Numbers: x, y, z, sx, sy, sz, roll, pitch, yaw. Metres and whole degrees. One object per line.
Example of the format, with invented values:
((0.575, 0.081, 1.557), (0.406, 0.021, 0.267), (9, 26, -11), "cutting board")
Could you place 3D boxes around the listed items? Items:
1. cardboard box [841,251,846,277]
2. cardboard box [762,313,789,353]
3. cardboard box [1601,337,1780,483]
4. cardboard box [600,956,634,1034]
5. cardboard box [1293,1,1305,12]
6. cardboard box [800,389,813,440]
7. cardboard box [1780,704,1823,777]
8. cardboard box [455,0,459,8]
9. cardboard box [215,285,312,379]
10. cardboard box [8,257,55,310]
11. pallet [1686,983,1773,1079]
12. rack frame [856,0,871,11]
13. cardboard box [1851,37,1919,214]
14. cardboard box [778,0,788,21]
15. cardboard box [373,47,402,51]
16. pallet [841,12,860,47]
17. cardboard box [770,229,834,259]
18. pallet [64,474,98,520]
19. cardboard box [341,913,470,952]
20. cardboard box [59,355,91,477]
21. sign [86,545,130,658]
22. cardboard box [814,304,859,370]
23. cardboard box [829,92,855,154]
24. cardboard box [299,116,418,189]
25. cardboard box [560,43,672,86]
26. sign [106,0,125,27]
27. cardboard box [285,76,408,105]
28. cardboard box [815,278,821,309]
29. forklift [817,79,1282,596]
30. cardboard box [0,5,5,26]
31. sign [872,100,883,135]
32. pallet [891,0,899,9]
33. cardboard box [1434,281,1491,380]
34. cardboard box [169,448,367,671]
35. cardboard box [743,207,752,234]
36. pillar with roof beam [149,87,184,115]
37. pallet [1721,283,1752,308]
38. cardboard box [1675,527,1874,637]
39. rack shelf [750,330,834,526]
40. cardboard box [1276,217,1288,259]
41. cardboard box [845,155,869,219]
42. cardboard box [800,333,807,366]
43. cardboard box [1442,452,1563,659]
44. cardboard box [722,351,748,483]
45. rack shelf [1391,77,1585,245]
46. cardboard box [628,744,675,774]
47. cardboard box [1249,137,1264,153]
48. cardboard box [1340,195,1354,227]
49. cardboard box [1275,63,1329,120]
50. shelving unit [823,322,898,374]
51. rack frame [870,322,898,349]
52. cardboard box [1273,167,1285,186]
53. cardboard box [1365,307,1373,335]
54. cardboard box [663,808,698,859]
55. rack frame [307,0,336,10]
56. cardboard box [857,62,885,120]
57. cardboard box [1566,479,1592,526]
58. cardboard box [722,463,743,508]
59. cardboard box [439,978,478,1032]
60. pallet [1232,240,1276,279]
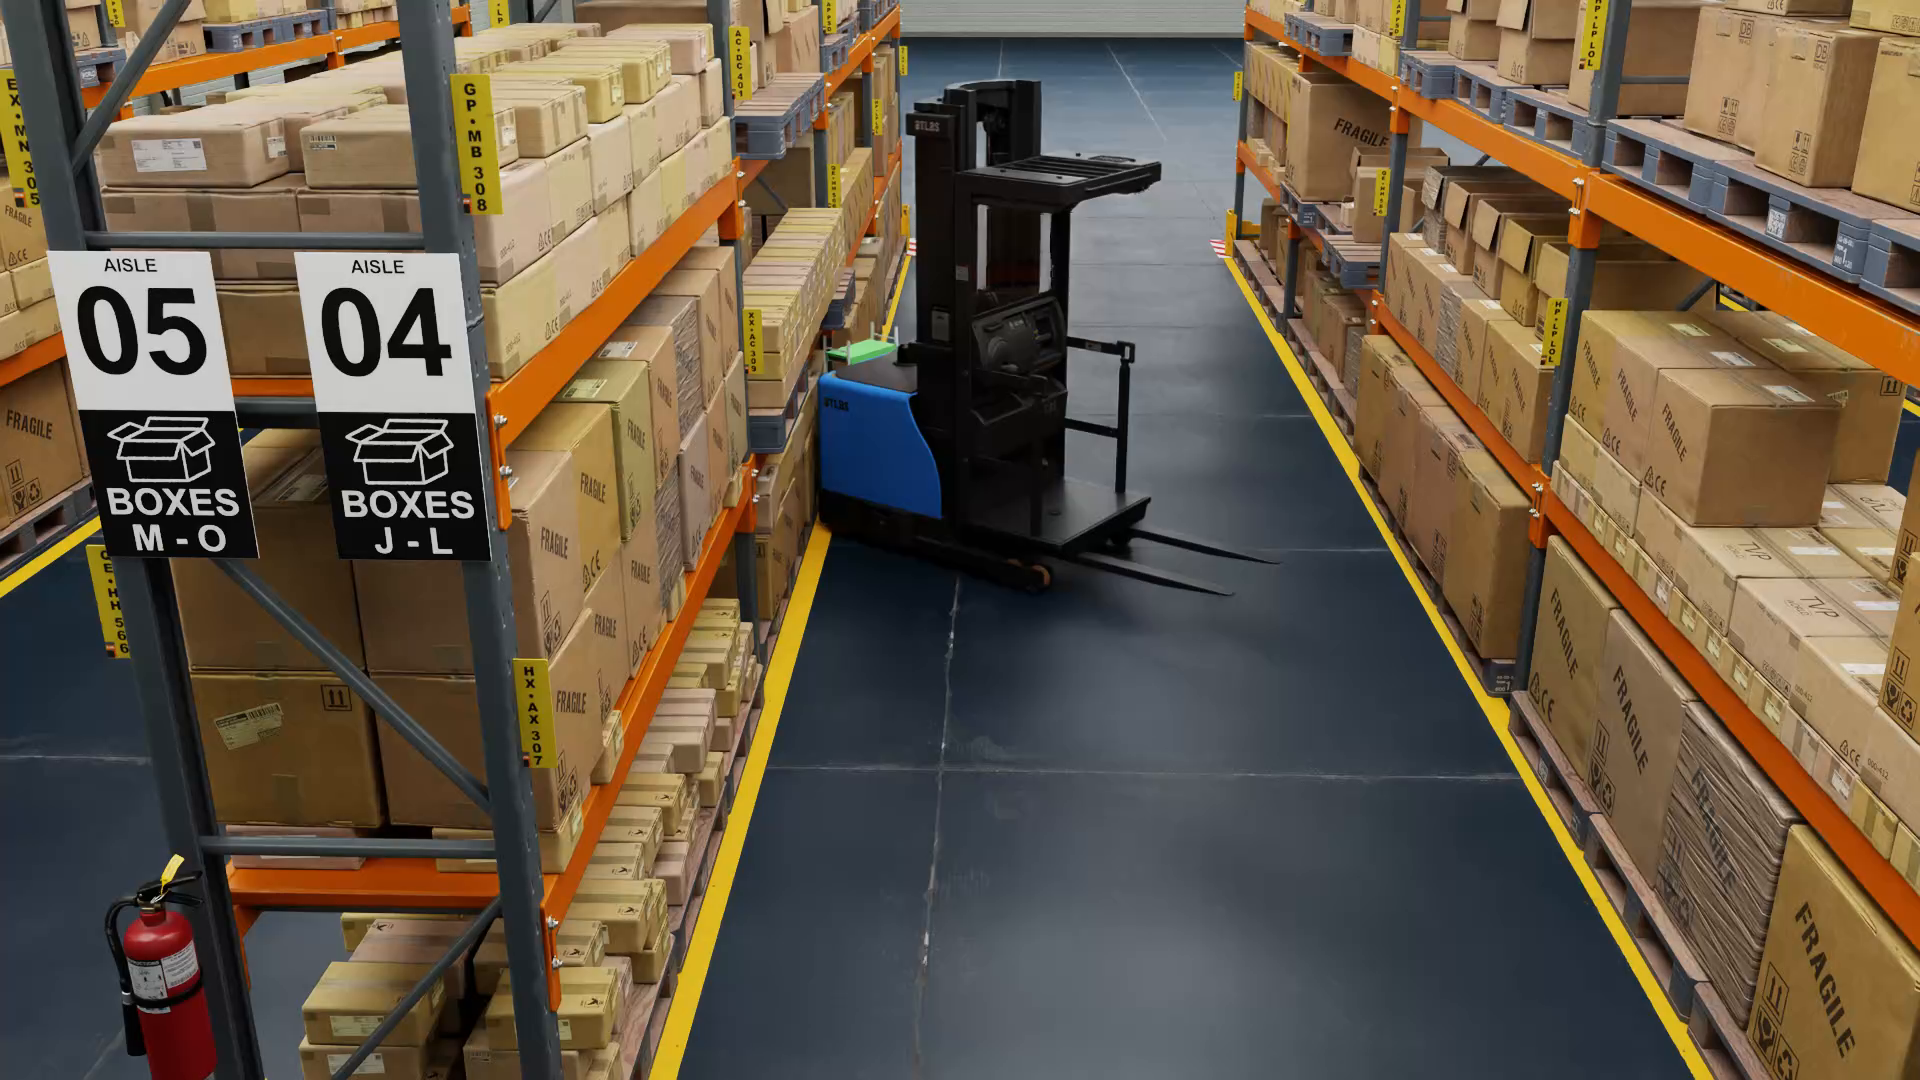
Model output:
((-1.001, -1.921, 11.601), (0.380, 0.149, 0.250), (1, 21, 3), "cardboard box")
((-1.095, -1.073, 8.592), (0.380, 0.149, 0.250), (2, 21, 4), "cardboard box")
((3.095, -0.559, 7.082), (0.500, 0.500, 0.500), (1, 21, 2), "cardboard box")
((-1.351, 1.576, 5.770), (0.380, 0.149, 0.250), (1, 21, 1), "cardboard box")
((3.384, -4.877, 15.513), (0.500, 0.250, 0.500), (1, 21, 4), "cardboard box")
((-1.239, -0.790, 10.756), (0.500, 0.250, 0.500), (1, 21, 3), "cardboard box")
((2.972, 0.667, 5.511), (0.380, 0.149, 0.250), (1, 21, 3), "cardboard box")
((-5.884, -6.086, 18.767), (0.380, 0.149, 0.250), (1, 21, 2), "cardboard box")
((-1.939, -0.629, 4.565), (0.500, 0.250, 0.500), (0, 21, 0), "cardboard box")
((-6.164, -1.658, 10.673), (0.500, 0.250, 0.500), (0, 21, 0), "cardboard box")
((3.212, 1.968, 5.666), (1.003, 0.211, 1.213), (1, 21, 2), "pallet")
((-1.323, -6.269, 14.746), (1.000, 3.000, 0.127), (1, 21, 2), "rack frame")
((3.333, -1.308, 5.250), (0.700, 0.500, 0.500), (-1, 21, -2), "cardboard box")
((-1.216, -3.214, 9.821), (0.396, 0.266, 0.258), (1, 21, 2), "cardboard box")
((-5.885, -5.032, 17.920), (0.700, 0.500, 0.500), (0, 21, 1), "cardboard box")
((-1.302, -4.450, 14.468), (0.805, 0.209, 1.217), (0, 21, -1), "pallet")
((-1.024, -1.918, 10.769), (0.380, 0.149, 0.250), (1, 21, 3), "cardboard box")
((-6.495, -0.460, 11.922), (1.003, 0.211, 1.213), (1, 21, 2), "pallet")
((-1.980, 1.343, 5.959), (0.380, 0.149, 0.250), (0, 21, 0), "cardboard box")
((-6.500, -1.000, 11.817), (0.875, 0.875, 0.875), (0, 21, 1), "cardboard box")
((-2.242, 0.166, 4.417), (0.100, 0.325, 0.005), (1, 21, 2), "sign")
((-1.337, -1.392, 13.000), (1.050, 0.750, 0.750), (0, 21, 1), "cardboard box")
((-1.333, -3.805, 15.170), (0.700, 0.500, 0.500), (0, 21, 1), "cardboard box")
((-1.451, -0.996, 4.266), (0.380, 0.149, 0.250), (0, 21, 1), "cardboard box")
((-1.327, -1.834, 6.428), (0.380, 0.149, 0.250), (0, 21, -1), "cardboard box")
((-5.841, -3.711, 11.476), (0.100, 0.325, 0.005), (1, 21, 2), "sign")
((-1.892, -1.373, 5.239), (0.380, 0.149, 0.250), (0, 21, 0), "cardboard box")
((-1.049, -1.500, 10.104), (0.380, 0.149, 0.250), (0, 21, 1), "cardboard box")
((0.540, -1.261, 10.226), (3.031, 2.935, 1.130), (15, 26, 34), "forklift")
((-6.236, -3.325, 10.586), (0.700, 0.500, 0.500), (0, 21, -1), "cardboard box")
((-0.781, -3.973, 15.630), (0.100, 0.325, 0.005), (1, 21, 2), "sign")
((-1.214, -6.007, 18.341), (1.003, 0.211, 1.213), (1, 21, 2), "pallet")
((3.180, -1.256, 9.982), (0.500, 0.500, 0.500), (1, 21, 2), "cardboard box")
((-1.923, 0.047, 4.830), (0.500, 0.500, 0.500), (0, 21, 1), "cardboard box")
((-1.653, -2.216, 11.537), (0.380, 0.149, 0.250), (1, 21, 2), "cardboard box")
((-7.551, -9.667, 23.503), (9.100, 9.000, 0.400), (1, 21, 2), "pillar with roof beam")
((8.678, -2.711, 17.725), (1.003, 0.211, 1.213), (1, 21, 2), "pallet")
((3.059, 0.155, 6.279), (0.500, 0.250, 0.500), (1, 21, 2), "cardboard box")
((-1.506, -0.968, 10.370), (1.077, 0.370, 4.000), (1, 21, 2), "rack shelf")
((3.695, -3.190, 17.978), (0.500, 0.500, 0.500), (3, 21, 7), "cardboard box")
((-1.087, -3.145, 14.849), (0.500, 0.500, 0.500), (0, 21, 1), "cardboard box")
((-1.072, -1.077, 9.425), (0.380, 0.149, 0.250), (1, 21, 2), "cardboard box")
((3.387, 0.074, 9.047), (1.225, 0.875, 0.875), (1, 21, 2), "cardboard box")
((-1.299, -0.587, 7.846), (0.500, 0.500, 0.500), (1, 21, 2), "cardboard box")
((3.449, -2.275, 9.593), (1.077, 0.370, 4.000), (1, 21, 2), "rack shelf")
((-1.401, 0.969, 6.924), (0.380, 0.149, 0.250), (1, 21, 2), "cardboard box")
((3.457, -4.430, 18.646), (0.380, 0.149, 0.250), (1, 21, 2), "cardboard box")
((3.290, -2.674, 13.379), (0.396, 0.266, 0.258), (0, 21, 0), "cardboard box")
((3.384, -4.379, 16.237), (0.500, 0.500, 0.500), (1, 21, 2), "cardboard box")
((-0.682, -0.873, 11.620), (0.258, 1.200, 0.503), (16, 26, 36), "shelving unit")
((-0.529, -0.942, 11.798), (0.240, 1.200, 0.015), (16, 26, 36), "rack frame")
((3.325, -3.617, 16.551), (0.380, 0.149, 0.250), (1, 21, 2), "cardboard box")
((3.506, -1.759, 13.226), (0.500, 0.250, 0.500), (3, 21, 8), "cardboard box")
((-1.319, 1.254, 7.010), (0.380, 0.149, 0.250), (1, 21, 2), "cardboard box")
((-6.274, -6.287, 14.792), (1.000, 3.000, 0.127), (1, 21, 2), "rack frame")
((-1.223, -4.573, 16.967), (0.875, 0.550, 0.550), (1, 21, 2), "cardboard box")
((3.039, -0.173, 7.676), (0.380, 0.149, 0.250), (0, 21, 0), "cardboard box")
((-1.240, -0.262, 7.906), (0.380, 0.149, 0.250), (0, 21, 0), "cardboard box")
((-1.896, 1.573, 5.777), (0.380, 0.149, 0.250), (0, 21, 0), "cardboard box")
((3.691, -3.207, 19.001), (1.003, 0.211, 1.213), (1, 21, 2), "pallet")
